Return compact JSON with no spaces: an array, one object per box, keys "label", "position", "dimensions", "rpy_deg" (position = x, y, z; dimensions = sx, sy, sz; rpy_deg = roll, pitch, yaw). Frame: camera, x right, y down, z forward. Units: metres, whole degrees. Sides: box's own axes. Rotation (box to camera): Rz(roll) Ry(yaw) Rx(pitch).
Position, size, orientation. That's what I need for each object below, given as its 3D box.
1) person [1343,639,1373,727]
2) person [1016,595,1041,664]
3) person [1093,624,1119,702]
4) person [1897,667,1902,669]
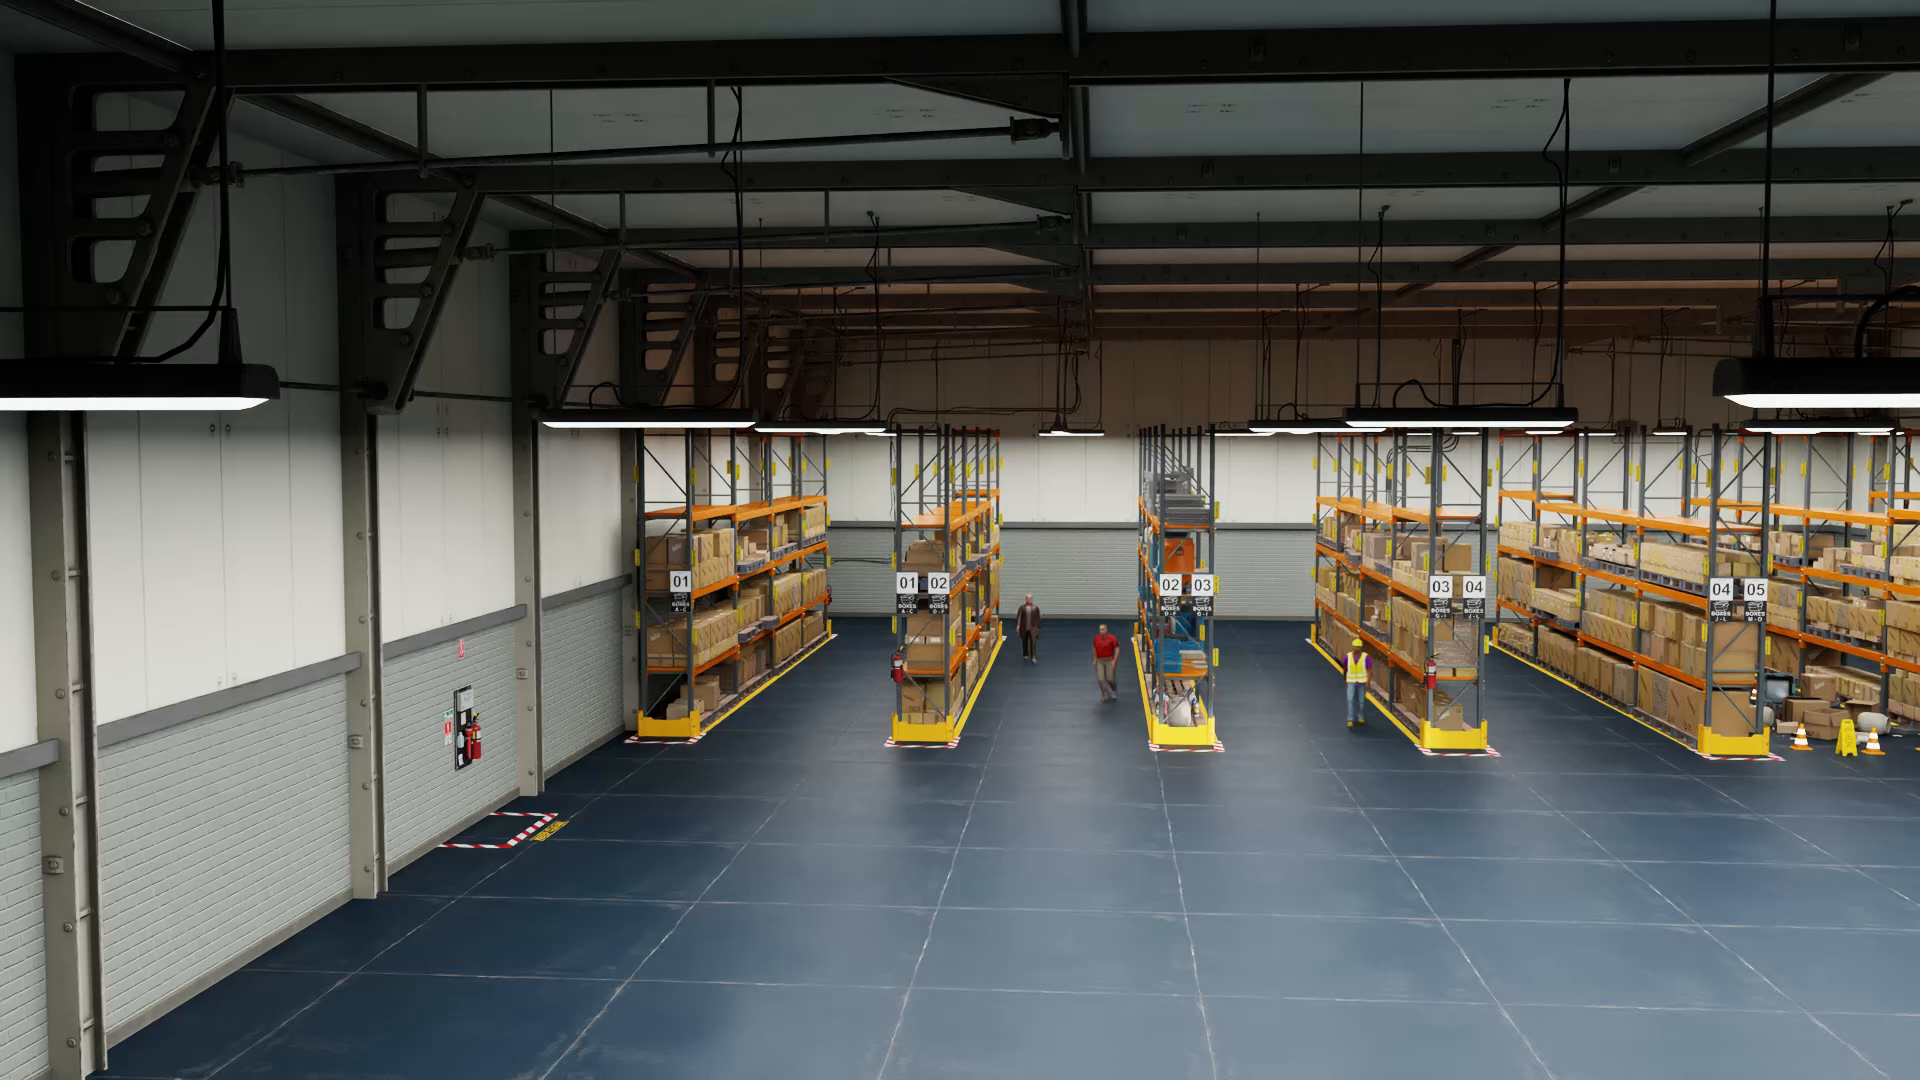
[{"label":"person","position":[7.894,2.829,33.046],"dimensions":[0.582,1.711,1.003],"rpy_deg":[1,4,18]},{"label":"person","position":[1.738,2.255,42.358],"dimensions":[0.639,1.712,1.128],"rpy_deg":[0,3,0]},{"label":"person","position":[3.214,2.667,36.346],"dimensions":[0.600,1.706,0.606],"rpy_deg":[1,4,22]},{"label":"person","position":[21.945,2.585,38.294],"dimensions":[0.483,1.669,0.533],"rpy_deg":[-1,4,-9]}]
